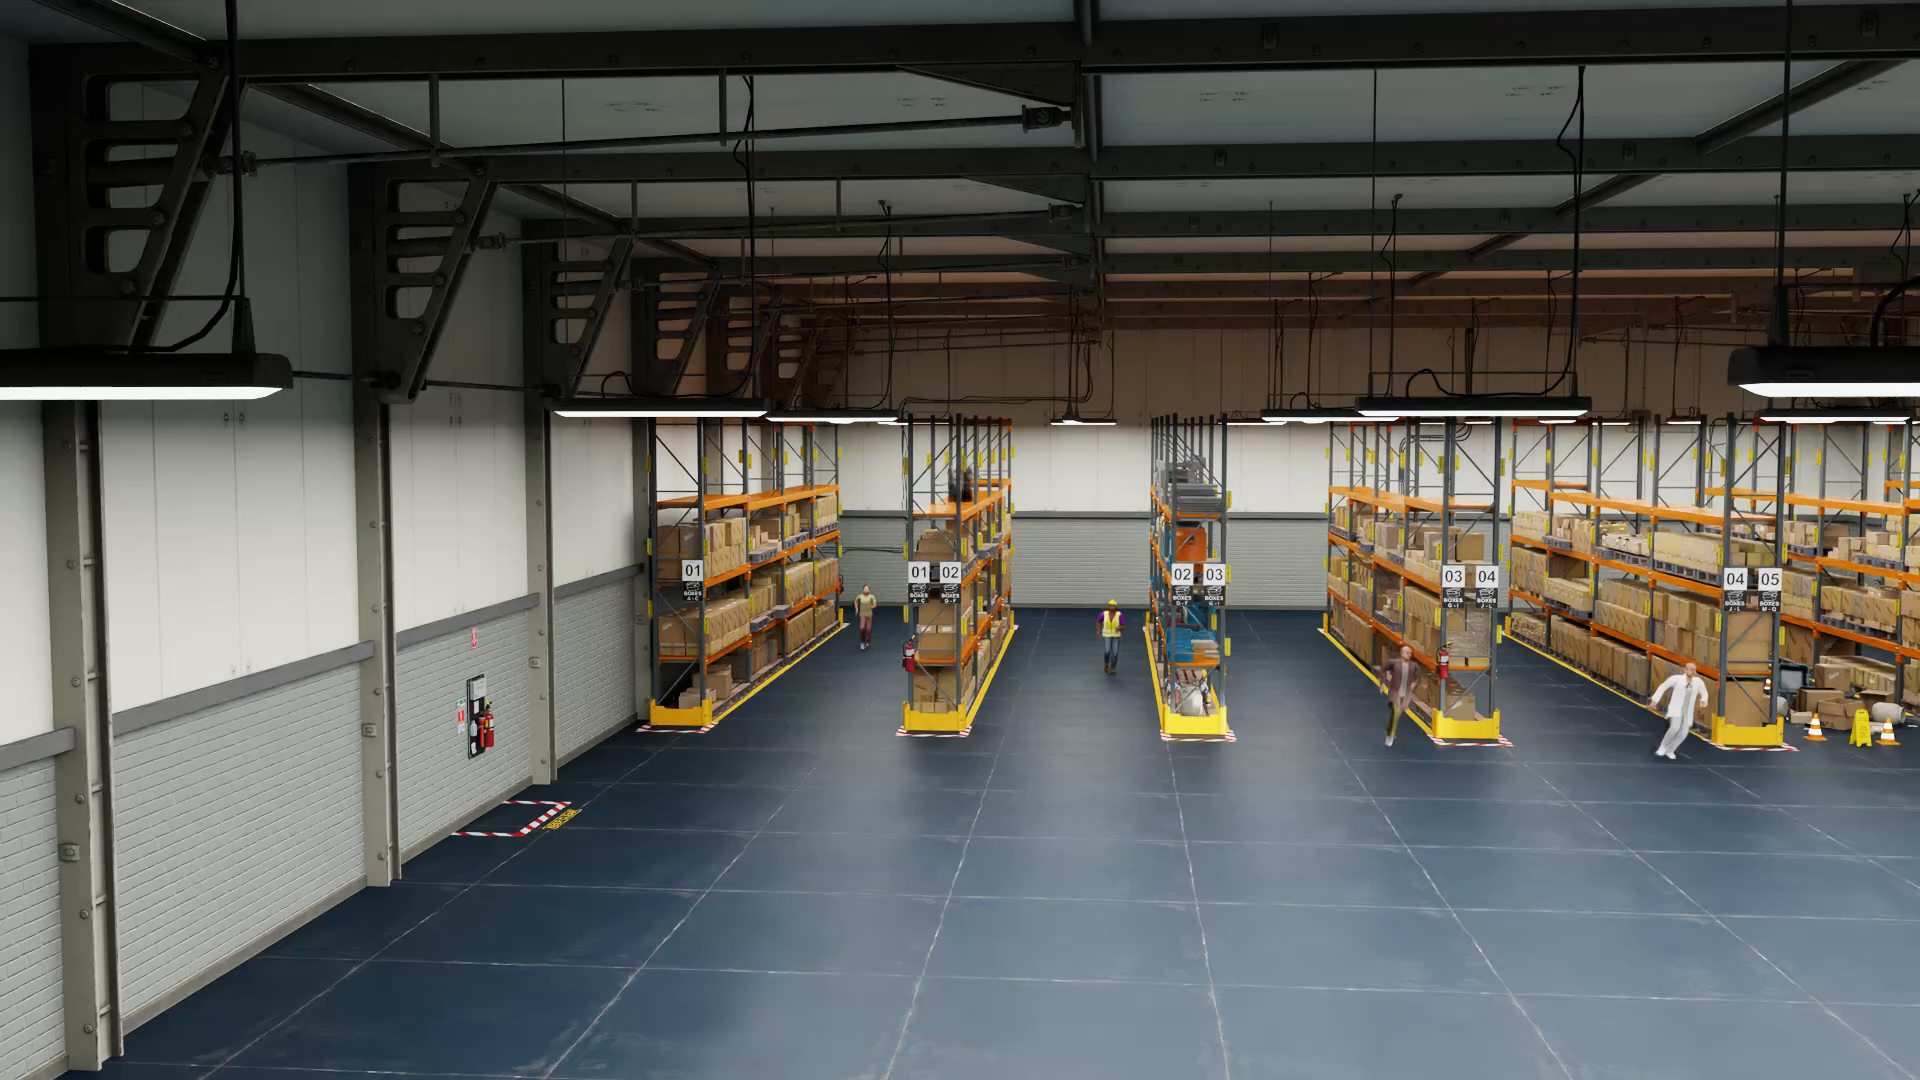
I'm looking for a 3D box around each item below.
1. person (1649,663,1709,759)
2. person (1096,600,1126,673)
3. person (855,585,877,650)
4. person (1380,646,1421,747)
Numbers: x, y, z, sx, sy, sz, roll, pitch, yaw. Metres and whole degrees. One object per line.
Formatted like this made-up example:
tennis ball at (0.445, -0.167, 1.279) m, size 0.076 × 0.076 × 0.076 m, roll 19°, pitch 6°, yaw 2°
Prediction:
person at (12.504, 2.973, 28.760) m, size 0.898 × 1.702 × 0.701 m, roll 0°, pitch 4°, yaw -5°
person at (3.508, 2.248, 38.528) m, size 0.676 × 1.718 × 0.649 m, roll 0°, pitch 4°, yaw 2°
person at (-2.437, 1.994, 43.026) m, size 0.558 × 1.688 × 0.688 m, roll 0°, pitch 4°, yaw -5°
person at (7.956, 2.796, 30.131) m, size 0.746 × 1.755 × 0.915 m, roll 0°, pitch 4°, yaw -5°
